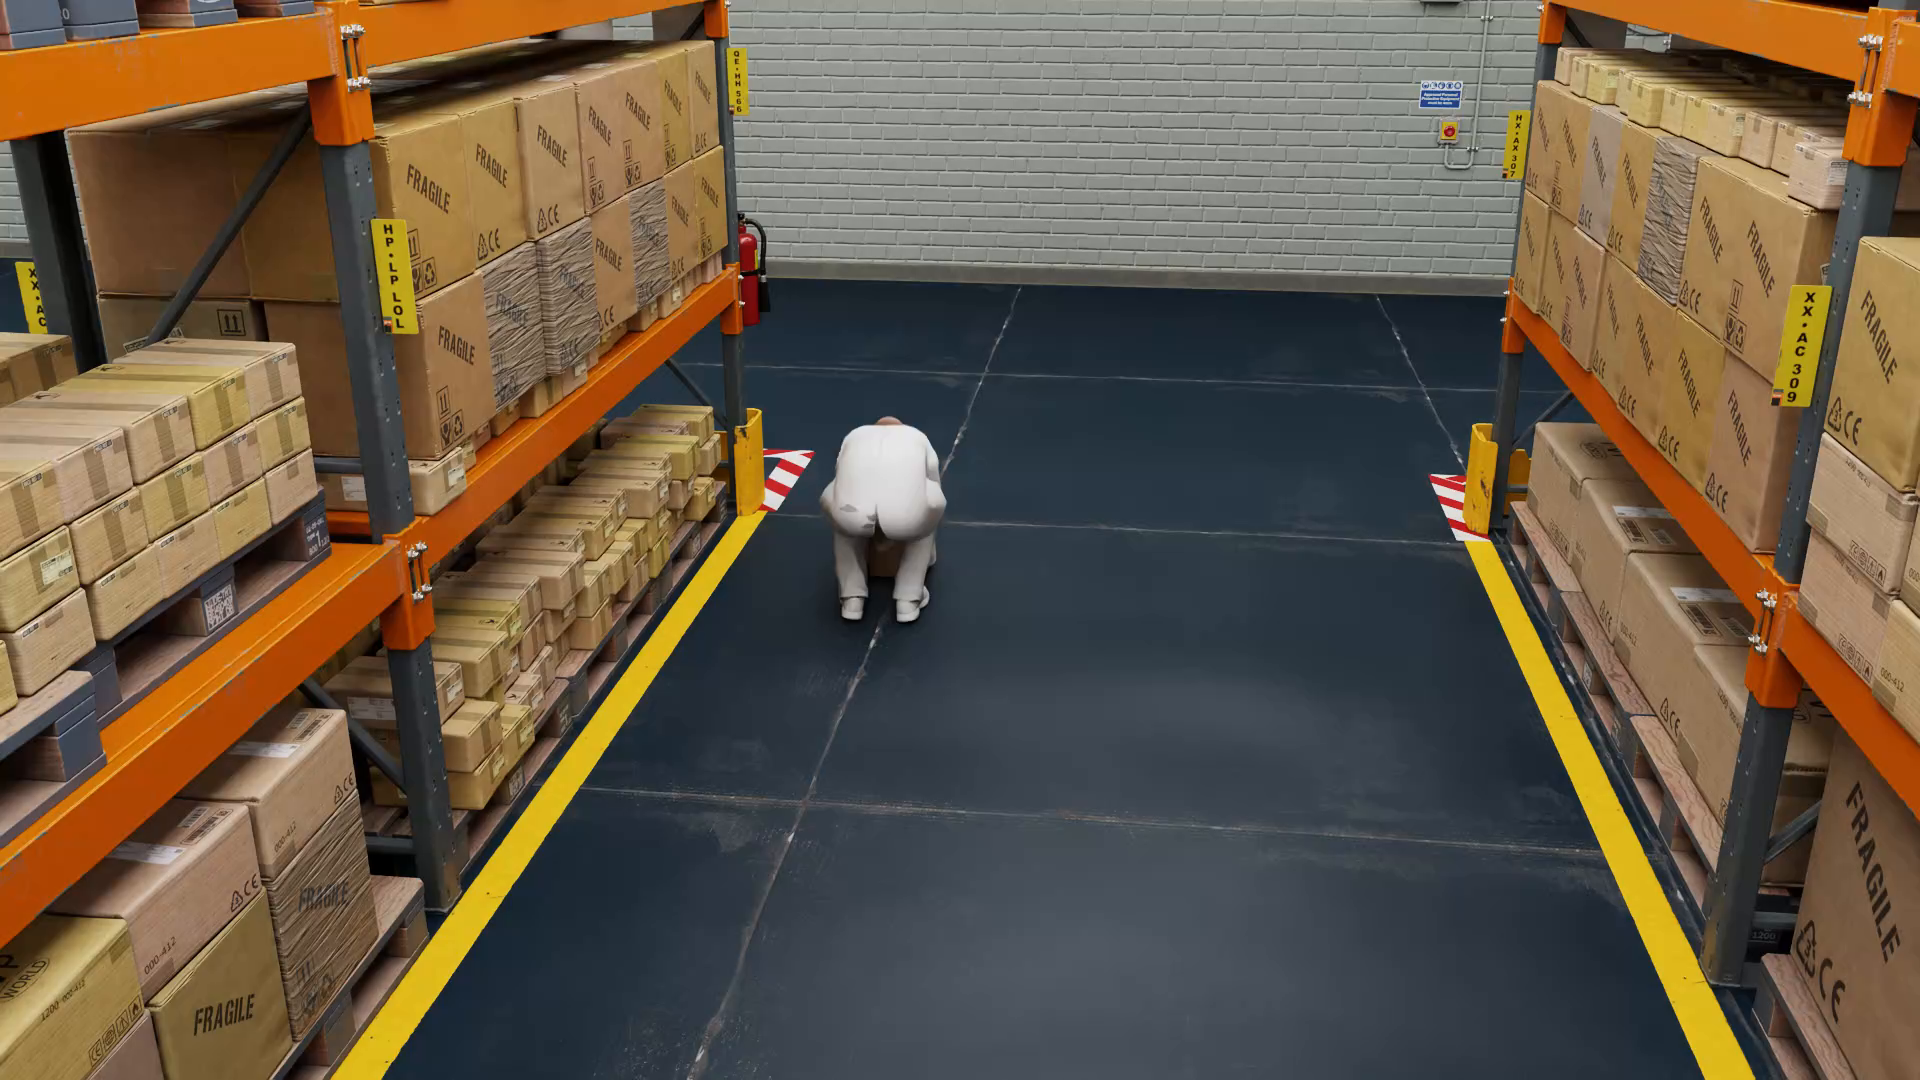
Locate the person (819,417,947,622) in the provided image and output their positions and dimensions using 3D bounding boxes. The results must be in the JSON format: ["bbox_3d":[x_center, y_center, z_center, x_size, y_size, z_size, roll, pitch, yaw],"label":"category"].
[{"bbox_3d":[-0.347,-0.120,7.757,0.587,0.862,0.953,1,21,3],"label":"person"}]
